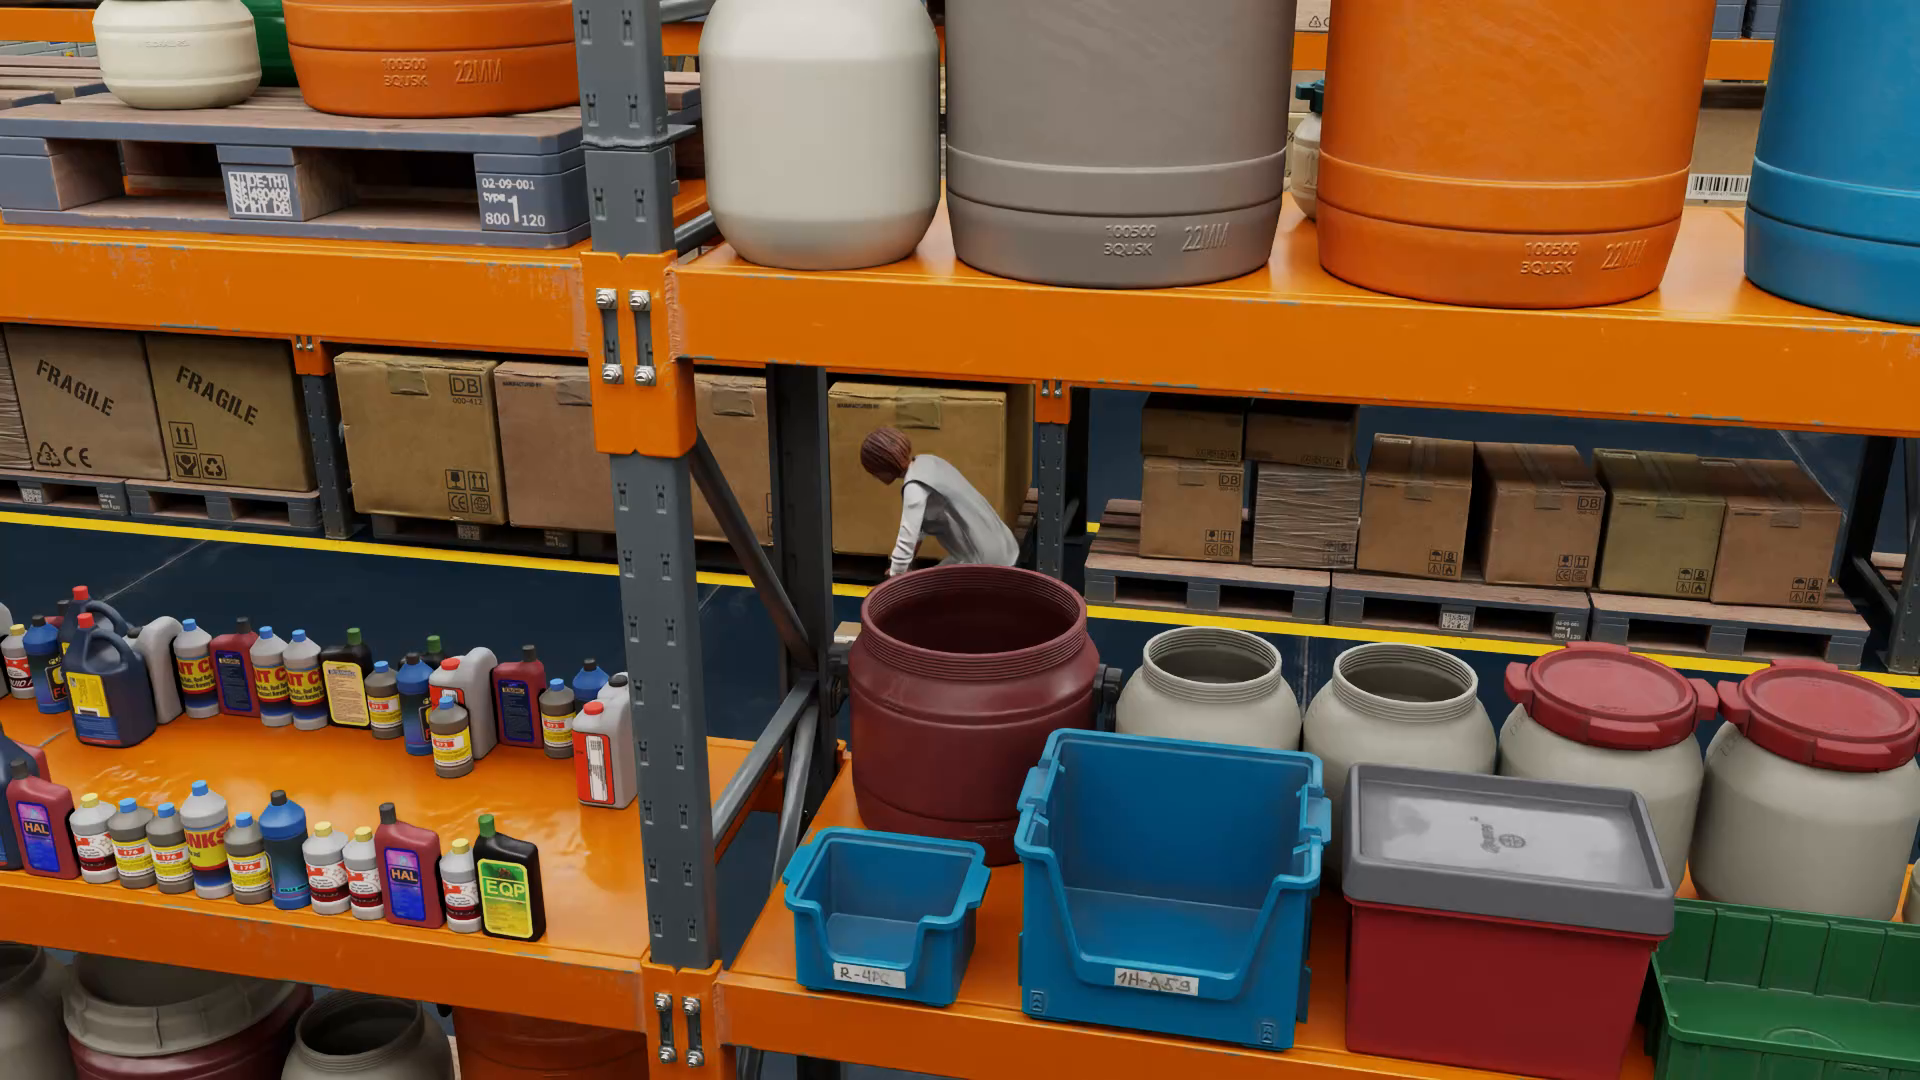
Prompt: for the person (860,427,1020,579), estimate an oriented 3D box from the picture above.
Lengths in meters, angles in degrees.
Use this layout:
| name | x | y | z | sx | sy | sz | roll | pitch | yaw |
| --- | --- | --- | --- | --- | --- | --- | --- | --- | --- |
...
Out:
| name | x | y | z | sx | sy | sz | roll | pitch | yaw |
| --- | --- | --- | --- | --- | --- | --- | --- | --- | --- |
| person | -0.090 | 0.120 | 7.287 | 0.688 | 1.242 | 0.462 | 5 | 22 | 11 |
